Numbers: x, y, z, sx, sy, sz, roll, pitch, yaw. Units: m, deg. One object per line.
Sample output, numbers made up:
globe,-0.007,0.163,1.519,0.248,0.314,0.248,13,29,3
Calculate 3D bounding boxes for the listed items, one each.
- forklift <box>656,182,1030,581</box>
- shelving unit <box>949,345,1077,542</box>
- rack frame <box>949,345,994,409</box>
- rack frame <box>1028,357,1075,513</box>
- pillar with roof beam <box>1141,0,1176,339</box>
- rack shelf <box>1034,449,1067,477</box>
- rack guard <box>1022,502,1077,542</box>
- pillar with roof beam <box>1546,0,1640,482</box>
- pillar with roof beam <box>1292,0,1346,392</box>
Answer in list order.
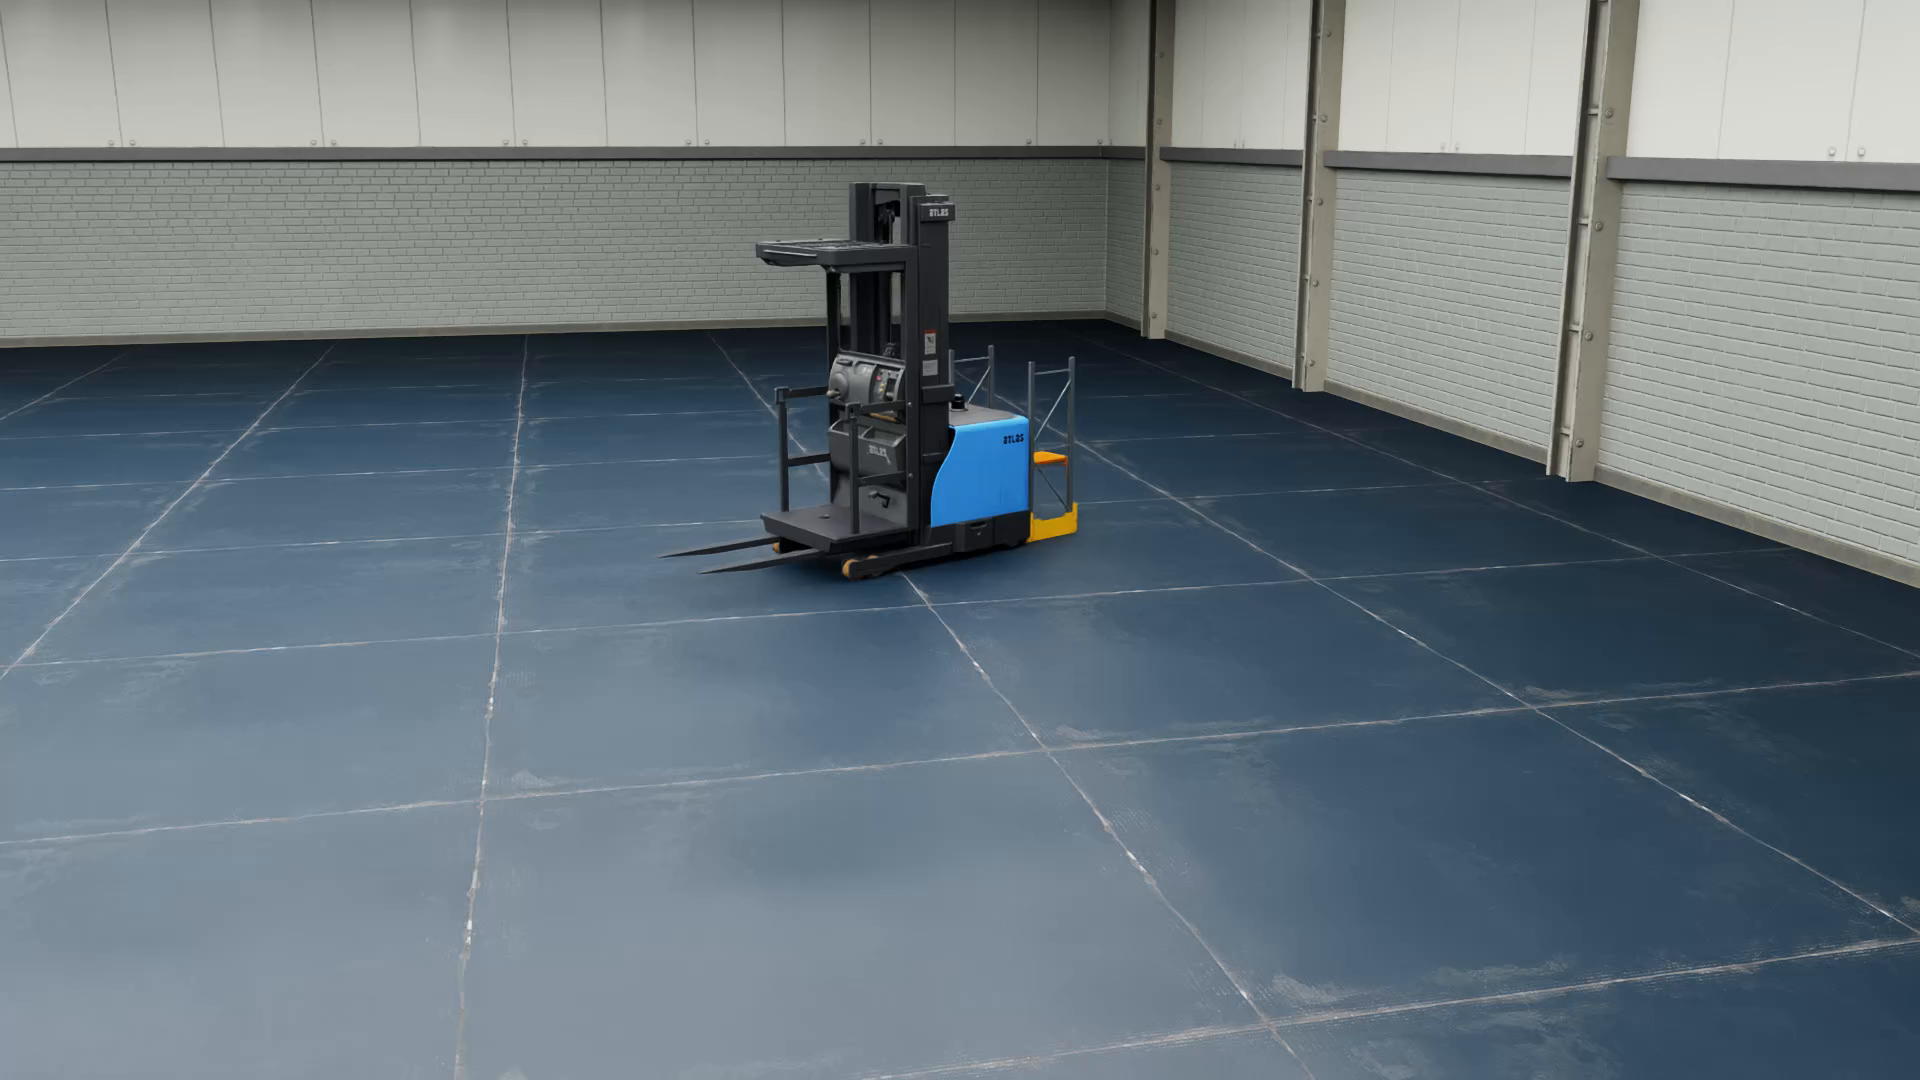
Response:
forklift,-0.894,-1.253,12.881,3.031,2.935,1.130,-11,17,-37
shelving unit,0.434,-0.850,14.244,0.587,1.500,1.083,-11,18,-39
rack frame,0.099,-0.943,14.627,0.500,1.500,0.032,-11,18,-39
rack frame,0.758,-0.759,13.875,0.500,1.500,0.032,-11,18,-39
pillar with roof beam,-0.951,-7.522,25.756,9.100,9.000,0.400,-3,14,-13
rack shelf,0.428,-0.677,14.294,0.538,0.185,1.000,-11,18,-39
rack guard,0.757,-0.153,14.024,0.587,0.250,0.087,-11,18,-39
pillar with roof beam,1.868,-4.754,14.425,9.100,9.000,0.400,-3,14,-13
pillar with roof beam,0.459,-6.138,20.090,9.100,9.000,0.400,-3,14,-13
